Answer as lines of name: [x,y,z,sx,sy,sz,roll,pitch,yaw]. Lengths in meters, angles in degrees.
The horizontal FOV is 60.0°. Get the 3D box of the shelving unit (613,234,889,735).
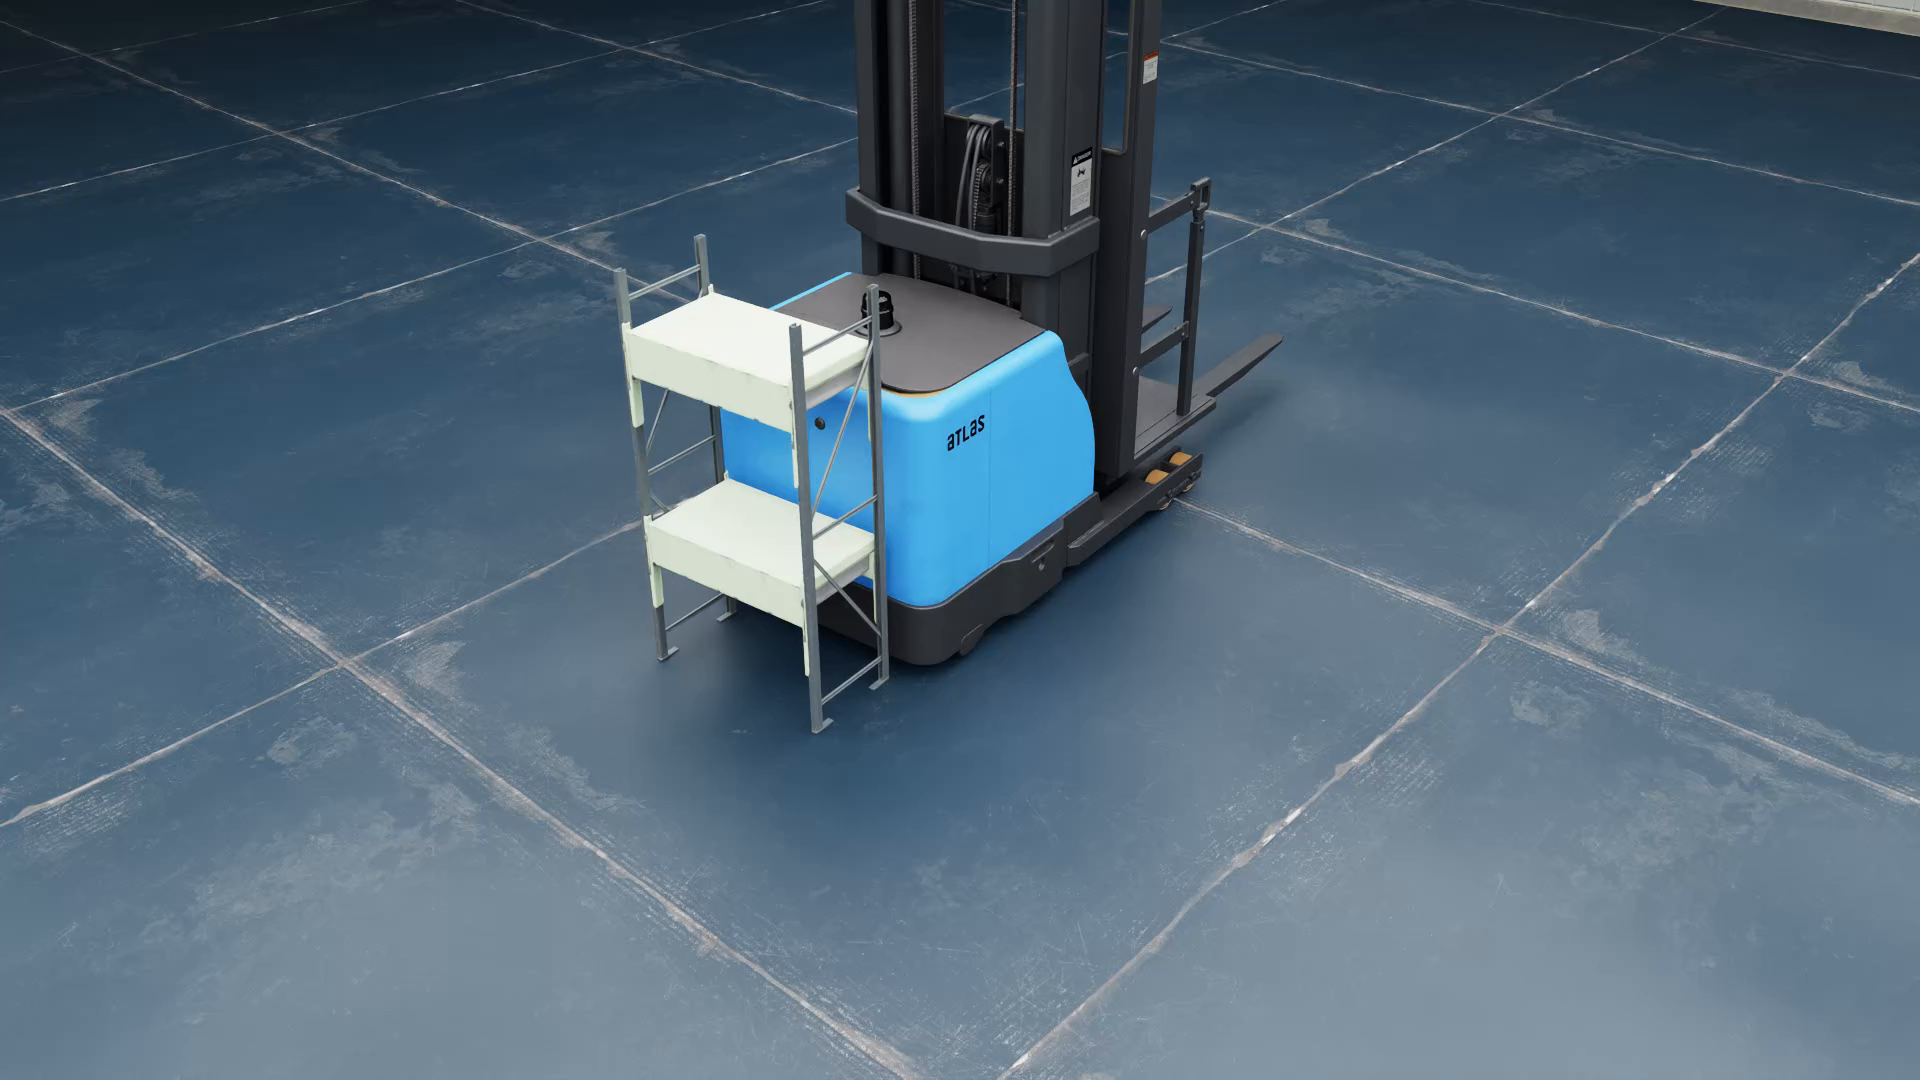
shelving unit: [-0.674,-0.178,5.592,0.755,1.500,0.431,21,37,30]

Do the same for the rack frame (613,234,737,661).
rack frame: [-0.970,-0.289,5.776,0.023,1.500,0.400,21,37,30]

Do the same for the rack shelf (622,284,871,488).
rack shelf: [-0.674,-0.512,5.390,0.720,0.370,0.431,21,37,30]

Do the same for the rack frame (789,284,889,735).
rack frame: [-0.378,-0.067,5.407,0.023,1.500,0.400,21,37,30]

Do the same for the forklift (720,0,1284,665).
forklift: [0.376,-1.517,6.428,1.130,2.935,3.031,21,37,31]

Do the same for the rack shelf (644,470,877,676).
rack shelf: [-0.674,0.101,5.760,0.720,0.370,0.431,21,37,30]
